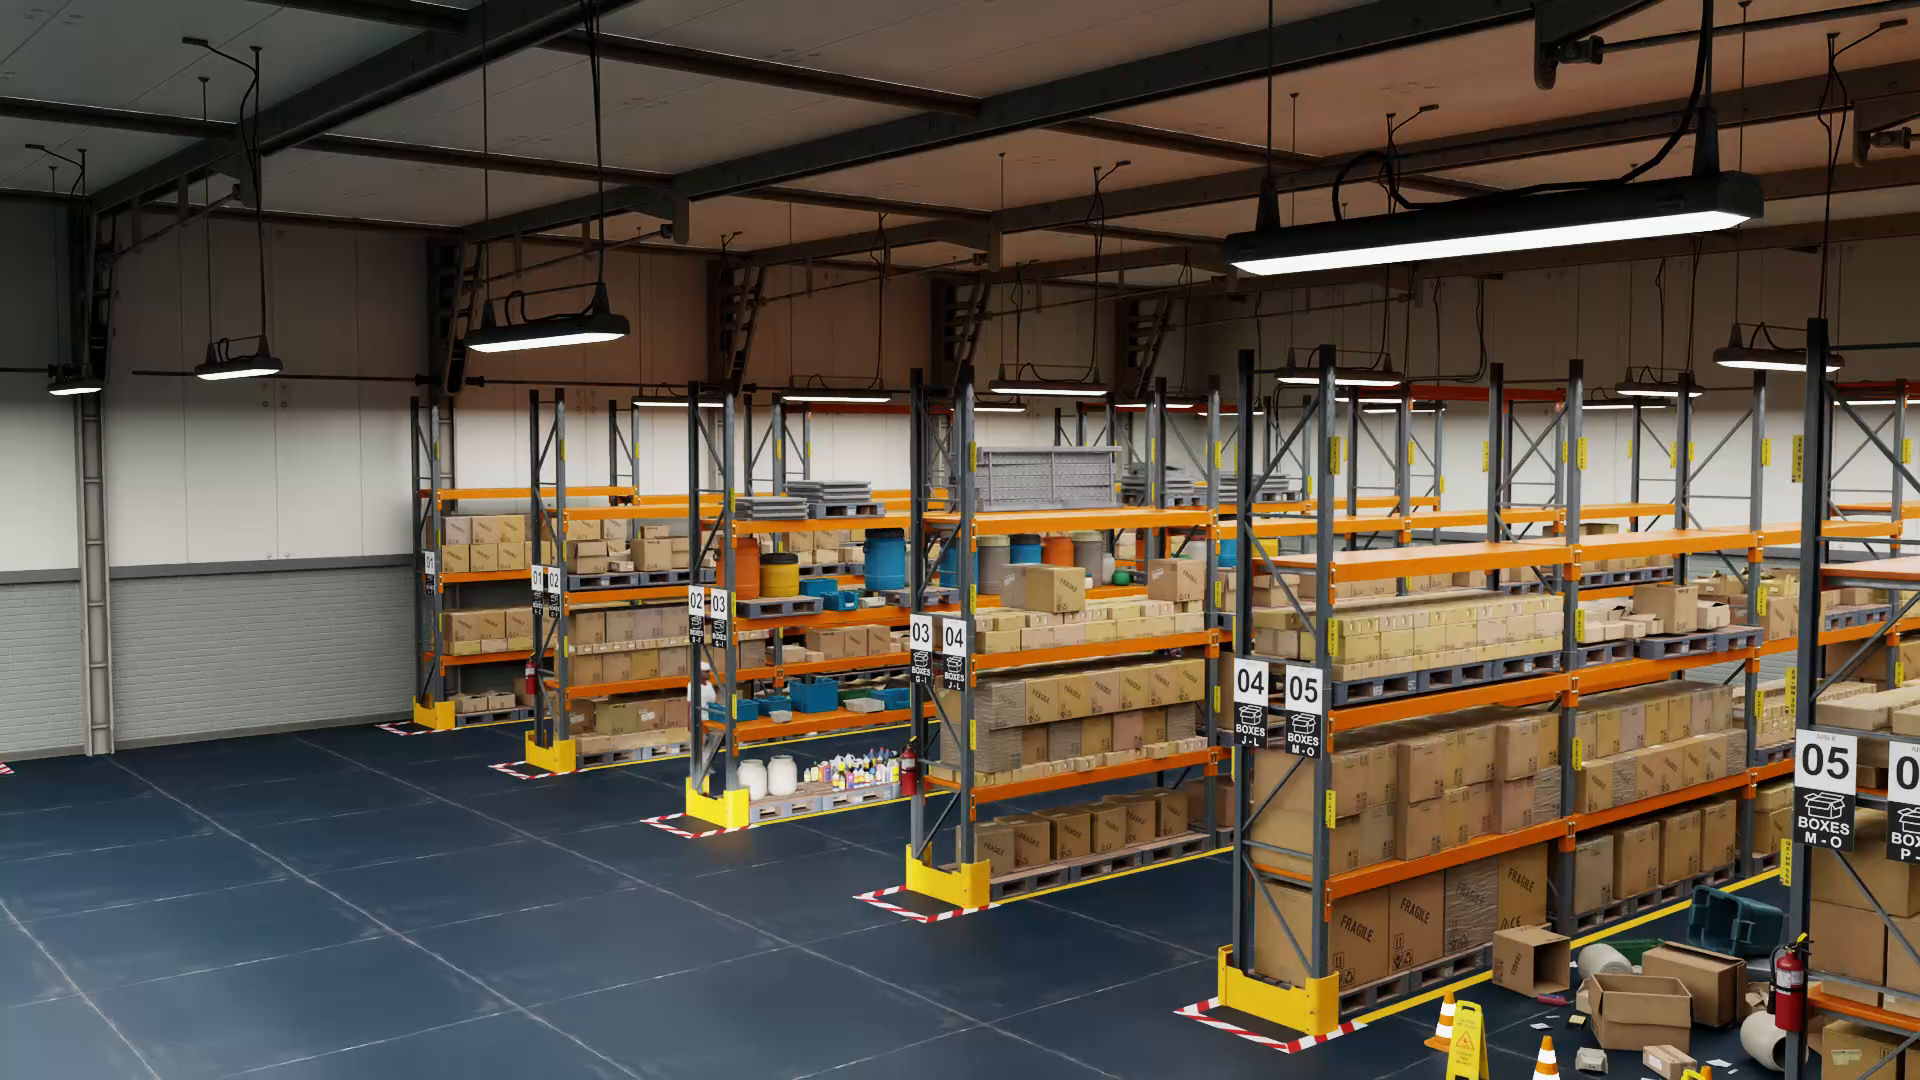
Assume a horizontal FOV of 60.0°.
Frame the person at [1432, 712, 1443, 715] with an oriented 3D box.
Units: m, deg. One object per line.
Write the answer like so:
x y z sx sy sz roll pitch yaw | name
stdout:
6.262 2.995 22.259 0.615 1.722 0.484 -1 4 -23 | person

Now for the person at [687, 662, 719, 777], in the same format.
-3.965 2.777 25.663 0.400 1.777 0.626 2 4 26 | person
